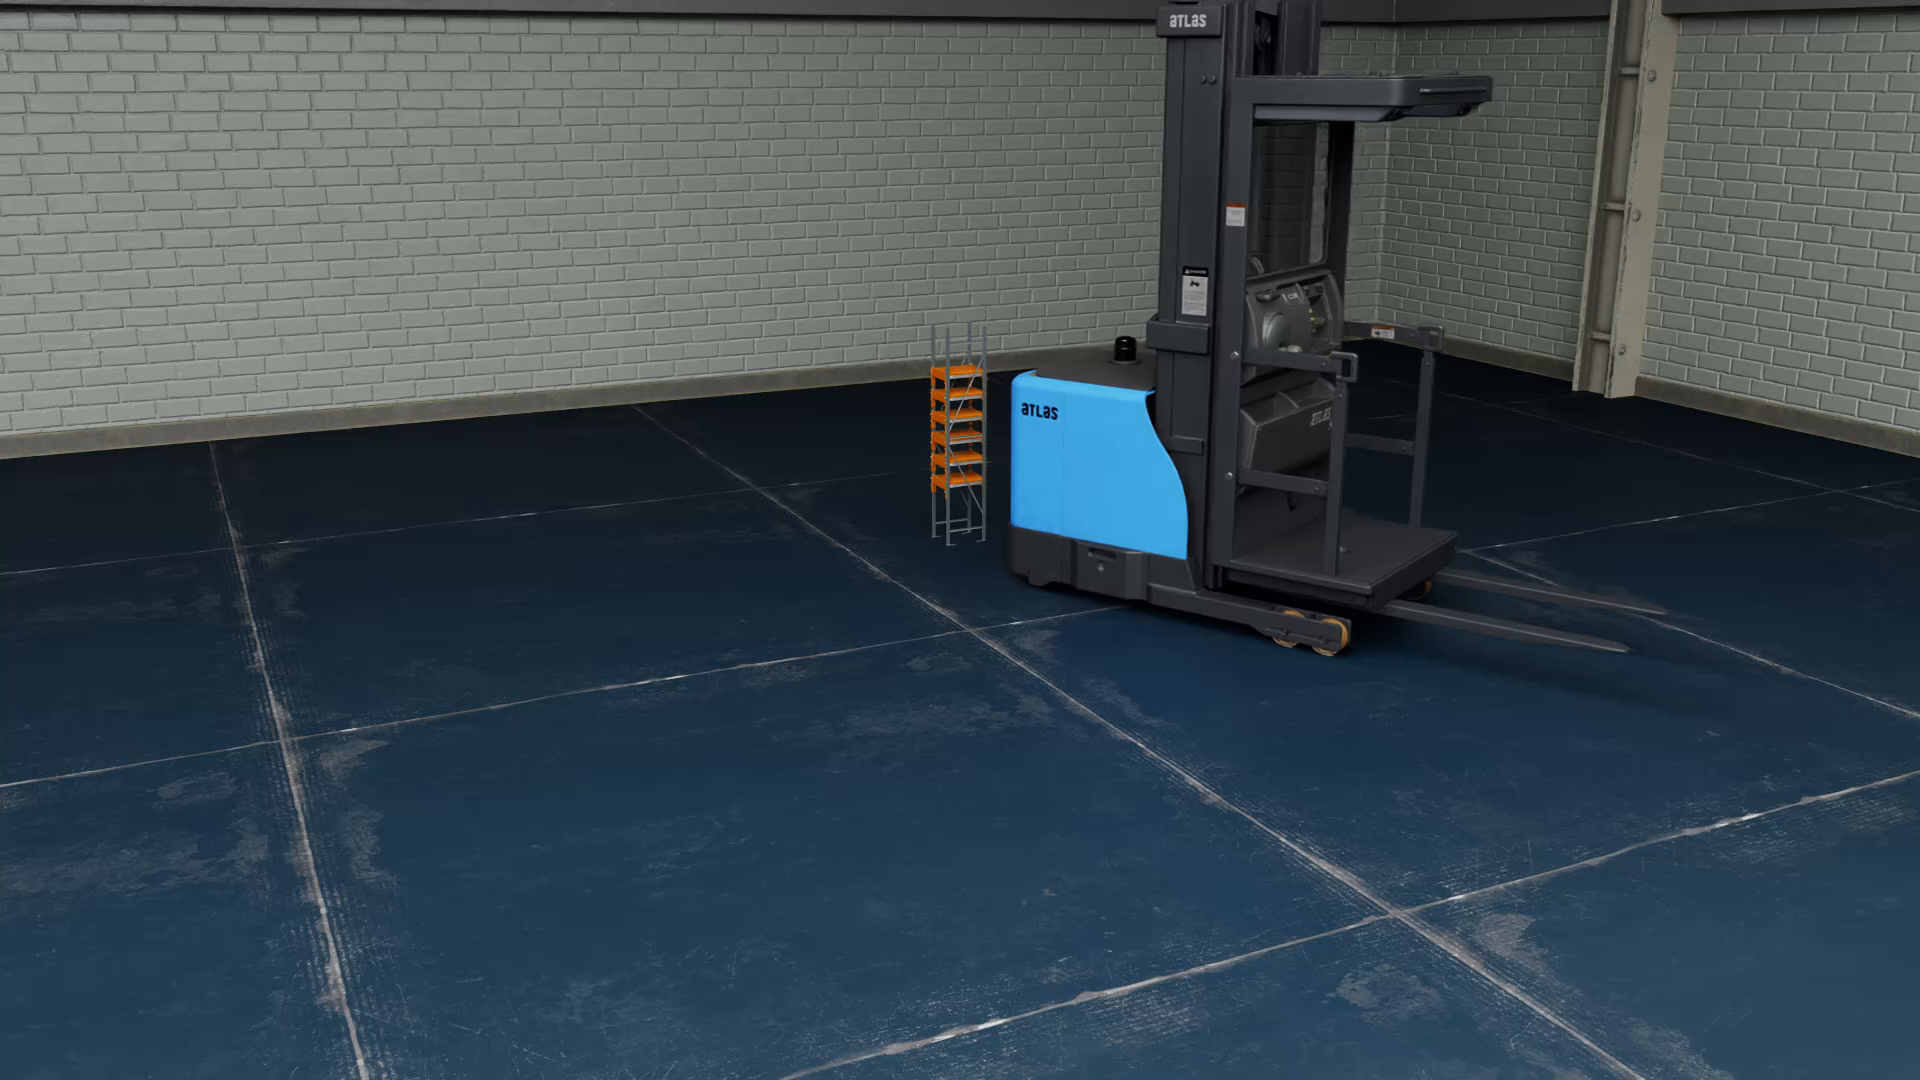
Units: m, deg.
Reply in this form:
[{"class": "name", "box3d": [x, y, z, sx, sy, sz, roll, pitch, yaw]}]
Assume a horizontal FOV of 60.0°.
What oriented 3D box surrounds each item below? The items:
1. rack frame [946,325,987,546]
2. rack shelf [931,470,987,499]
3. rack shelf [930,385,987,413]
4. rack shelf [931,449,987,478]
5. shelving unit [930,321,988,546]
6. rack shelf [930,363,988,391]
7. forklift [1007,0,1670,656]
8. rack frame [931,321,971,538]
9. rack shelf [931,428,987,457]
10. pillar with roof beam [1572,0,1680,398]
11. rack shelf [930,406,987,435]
[{"class": "rack frame", "box3d": [0.034, -0.558, 9.019, 0.240, 1.200, 0.006, -8, 18, -25]}, {"class": "rack shelf", "box3d": [-0.006, -0.307, 9.176, 0.258, 0.103, 0.180, -8, 18, -25]}, {"class": "rack shelf", "box3d": [-0.006, -0.768, 9.044, 0.258, 0.103, 0.180, -8, 18, -25]}, {"class": "rack shelf", "box3d": [-0.006, -0.422, 9.143, 0.258, 0.103, 0.180, -8, 18, -25]}, {"class": "shelving unit", "box3d": [-0.006, -0.580, 9.098, 0.258, 1.200, 0.189, -8, 18, -25]}, {"class": "rack shelf", "box3d": [-0.006, -0.884, 9.011, 0.258, 0.103, 0.180, -8, 18, -25]}, {"class": "forklift", "box3d": [1.725, -1.056, 7.618, 3.031, 2.935, 1.130, 12, 20, 35]}, {"class": "rack frame", "box3d": [-0.046, -0.603, 9.177, 0.240, 1.200, 0.006, -8, 18, -25]}, {"class": "rack shelf", "box3d": [-0.006, -0.538, 9.110, 0.258, 0.103, 0.180, -8, 18, -25]}, {"class": "pillar with roof beam", "box3d": [1.315, -4.994, 10.339, 9.100, 9.000, 0.400, -8, 18, -25]}, {"class": "rack shelf", "box3d": [-0.006, -0.653, 9.077, 0.258, 0.103, 0.180, -8, 18, -25]}]
